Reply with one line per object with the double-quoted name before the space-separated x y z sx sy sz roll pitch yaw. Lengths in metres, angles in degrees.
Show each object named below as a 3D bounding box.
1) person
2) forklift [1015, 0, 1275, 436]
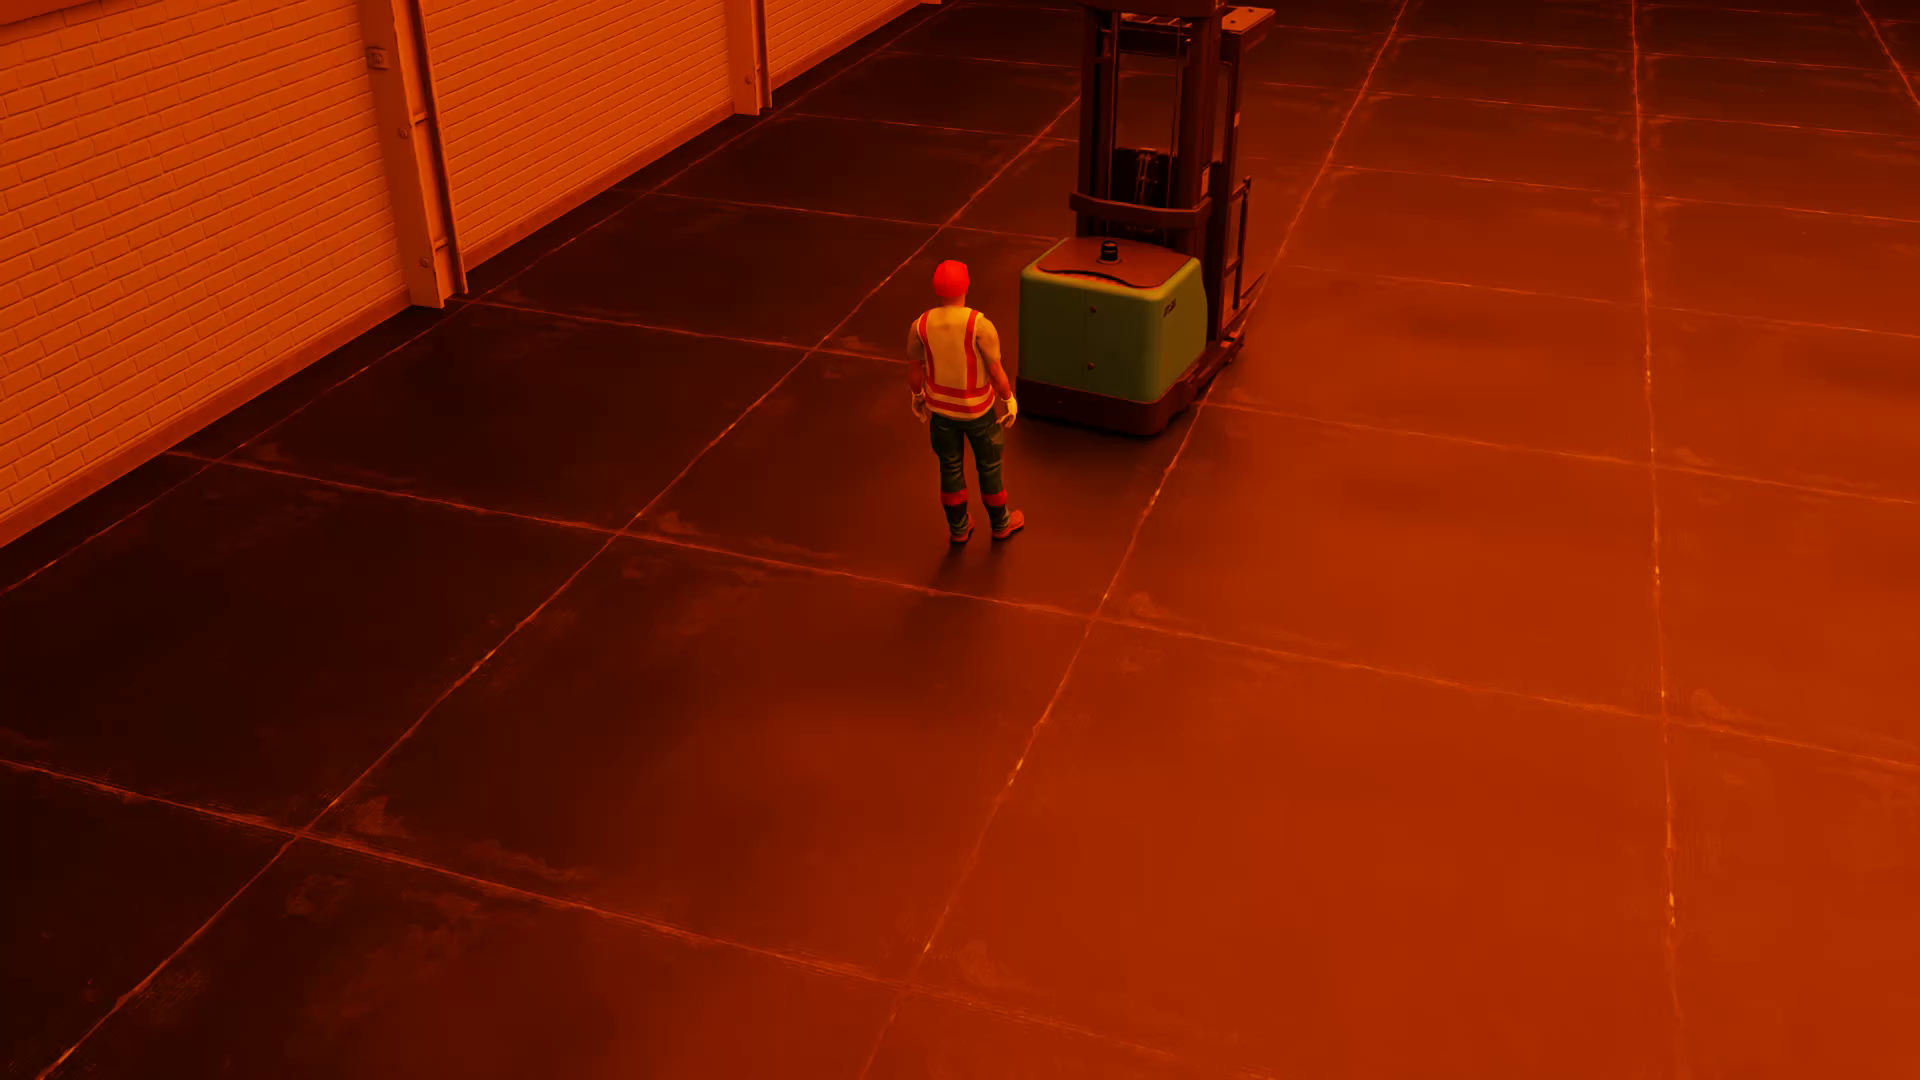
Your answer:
"person" 0.038 -0.819 9.711 0.637 1.787 0.564 10 31 16
"forklift" 1.497 -2.681 11.839 1.130 2.935 3.031 14 33 23
